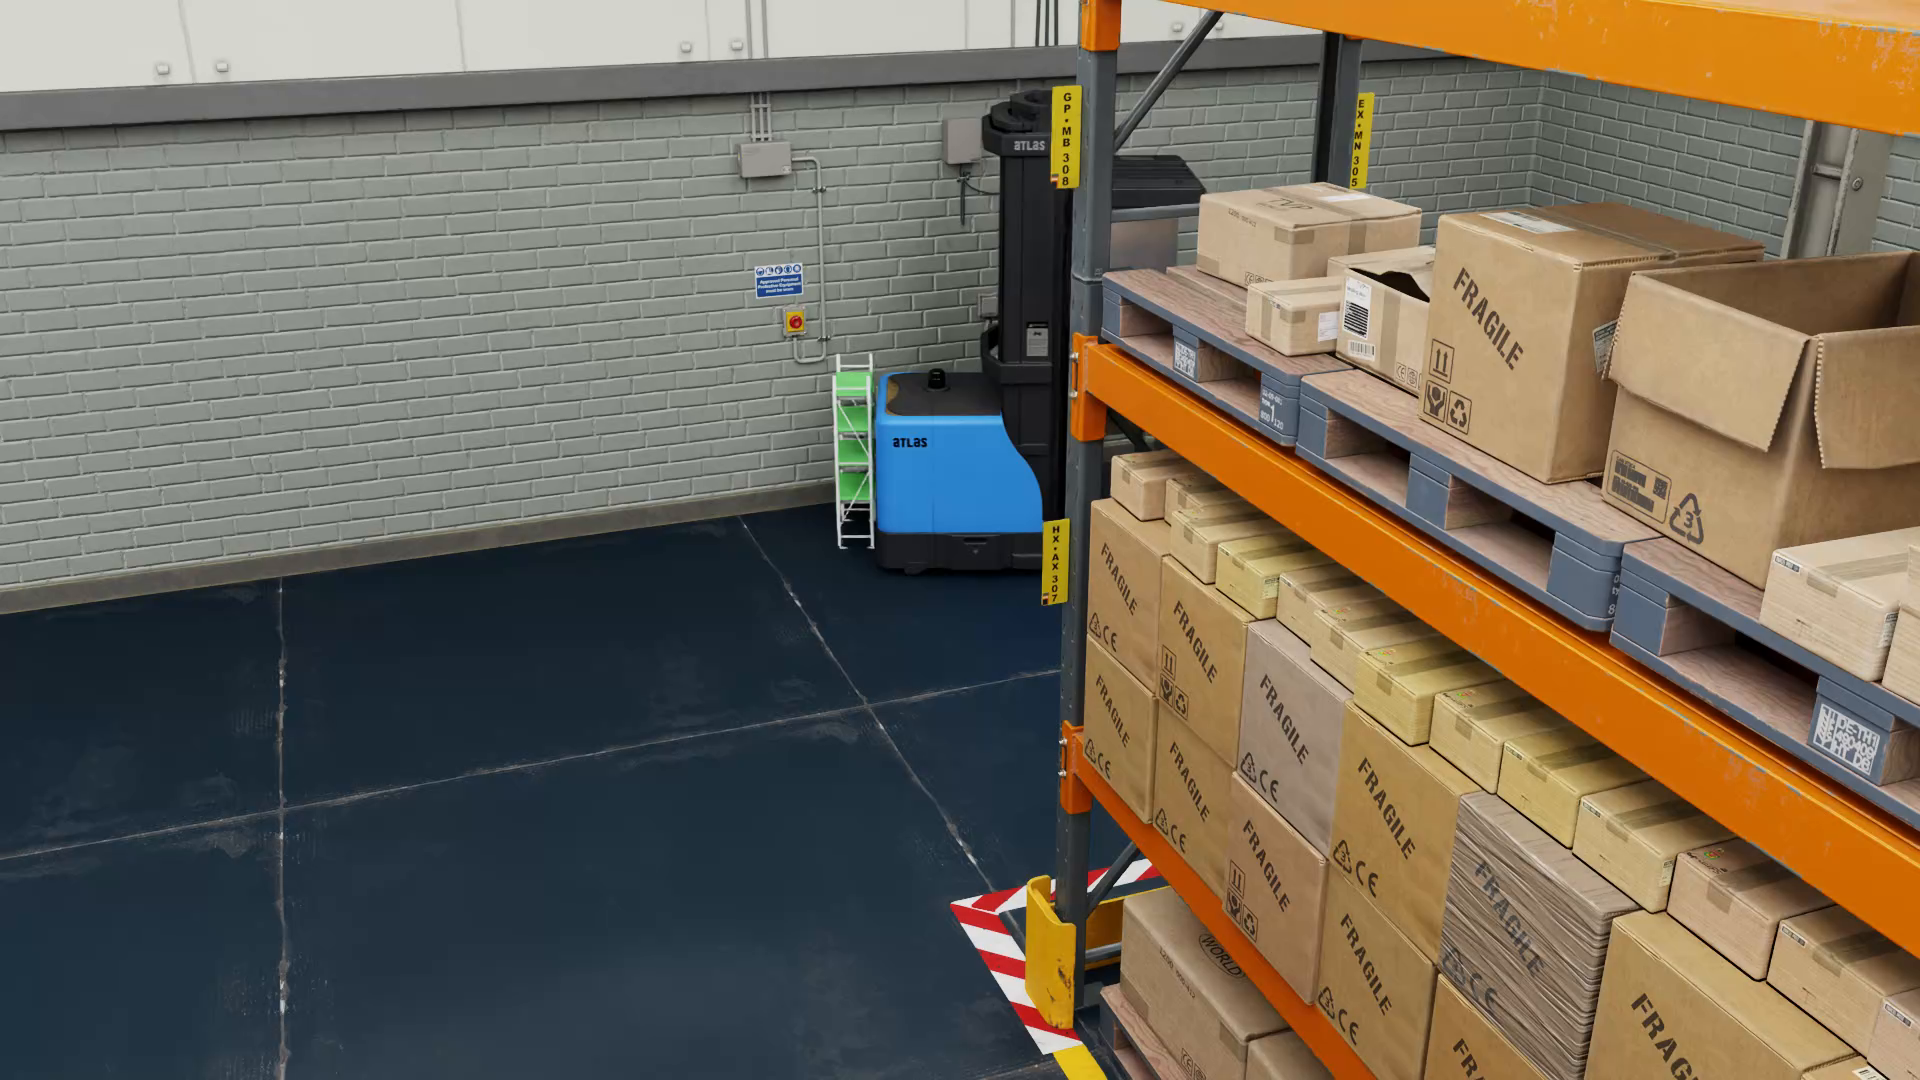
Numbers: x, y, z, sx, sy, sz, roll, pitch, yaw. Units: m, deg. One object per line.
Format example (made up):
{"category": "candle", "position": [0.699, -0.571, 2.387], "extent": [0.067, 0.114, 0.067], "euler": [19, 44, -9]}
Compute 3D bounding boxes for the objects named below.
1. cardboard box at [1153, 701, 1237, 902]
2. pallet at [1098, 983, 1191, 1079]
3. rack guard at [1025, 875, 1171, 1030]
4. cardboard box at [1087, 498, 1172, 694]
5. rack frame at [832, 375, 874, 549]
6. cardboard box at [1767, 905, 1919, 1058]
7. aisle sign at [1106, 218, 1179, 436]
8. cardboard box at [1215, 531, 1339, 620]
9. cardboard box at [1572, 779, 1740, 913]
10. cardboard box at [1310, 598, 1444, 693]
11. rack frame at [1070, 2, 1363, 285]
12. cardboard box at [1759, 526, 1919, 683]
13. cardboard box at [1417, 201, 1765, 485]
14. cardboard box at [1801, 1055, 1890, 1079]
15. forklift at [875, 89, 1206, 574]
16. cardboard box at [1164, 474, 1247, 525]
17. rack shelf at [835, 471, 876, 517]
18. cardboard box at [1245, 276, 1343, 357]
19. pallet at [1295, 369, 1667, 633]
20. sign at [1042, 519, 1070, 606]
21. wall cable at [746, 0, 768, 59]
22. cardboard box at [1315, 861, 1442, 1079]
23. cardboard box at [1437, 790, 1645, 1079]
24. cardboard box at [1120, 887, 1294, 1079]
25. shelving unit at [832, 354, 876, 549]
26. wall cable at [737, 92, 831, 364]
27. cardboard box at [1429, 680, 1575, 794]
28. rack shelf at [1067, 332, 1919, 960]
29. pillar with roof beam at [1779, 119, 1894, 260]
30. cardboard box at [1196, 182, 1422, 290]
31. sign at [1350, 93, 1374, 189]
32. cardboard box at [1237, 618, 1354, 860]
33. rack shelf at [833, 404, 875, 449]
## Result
{"category": "cardboard box", "position": [0.971, 0.790, 5.385], "extent": [0.500, 0.500, 0.500], "euler": [-9, 24, -20]}
{"category": "pallet", "position": [1.221, 2.007, 6.217], "extent": [1.003, 0.211, 1.213], "euler": [-8, 24, -19]}
{"category": "rack guard", "position": [0.857, 1.585, 6.845], "extent": [1.175, 0.500, 0.348], "euler": [-8, 24, -19]}
{"category": "cardboard box", "position": [0.768, 0.149, 5.619], "extent": [0.500, 0.500, 0.500], "euler": [-9, 24, -20]}
{"category": "rack frame", "position": [-0.696, -0.498, 10.887], "extent": [0.240, 1.200, 0.015], "euler": [0, 23, -1]}
{"category": "cardboard box", "position": [1.801, 0.819, 3.194], "extent": [0.380, 0.149, 0.250], "euler": [-8, 24, -19]}
{"category": "aisle sign", "position": [0.568, -0.742, 5.802], "extent": [0.394, 0.787, 0.004], "euler": [-8, 24, -19]}
{"category": "cardboard box", "position": [0.985, 0.092, 4.918], "extent": [0.380, 0.149, 0.250], "euler": [-9, 25, -21]}
{"category": "cardboard box", "position": [1.573, 0.643, 3.610], "extent": [0.380, 0.149, 0.250], "euler": [-9, 24, -19]}
{"category": "cardboard box", "position": [1.176, 0.277, 4.480], "extent": [0.380, 0.149, 0.250], "euler": [-8, 24, -19]}
{"category": "rack frame", "position": [0.865, -2.322, 5.174], "extent": [1.000, 3.000, 0.127], "euler": [-8, 24, -19]}
{"category": "cardboard box", "position": [1.660, 0.105, 2.930], "extent": [0.380, 0.149, 0.250], "euler": [-8, 24, -18]}
{"category": "cardboard box", "position": [1.437, -0.473, 3.849], "extent": [0.500, 0.500, 0.500], "euler": [-8, 24, -18]}
{"category": "cardboard box", "position": [1.853, 1.255, 2.994], "extent": [0.500, 0.500, 0.500], "euler": [-9, 24, -19]}
{"category": "forklift", "position": [0.967, -1.315, 10.597], "extent": [3.031, 2.935, 1.130], "euler": [0, 23, -1]}
{"category": "cardboard box", "position": [0.891, -0.111, 5.400], "extent": [0.380, 0.149, 0.250], "euler": [-8, 24, -18]}
{"category": "rack shelf", "position": [-0.700, -0.313, 11.230], "extent": [0.258, 0.148, 0.480], "euler": [0, 23, -1]}
{"category": "cardboard box", "position": [1.034, -0.637, 4.691], "extent": [0.380, 0.149, 0.250], "euler": [-7, 24, -17]}
{"category": "pallet", "position": [1.572, -0.187, 4.084], "extent": [1.003, 0.211, 1.213], "euler": [-8, 24, -19]}
{"category": "sign", "position": [0.344, 0.081, 5.980], "extent": [0.100, 0.325, 0.005], "euler": [-8, 24, -19]}
{"category": "wall cable", "position": [-1.408, -4.351, 9.986], "extent": [0.463, 3.000, 0.029], "euler": [-8, 24, -19]}
{"category": "cardboard box", "position": [1.326, 1.157, 4.514], "extent": [0.500, 0.500, 0.500], "euler": [-8, 24, -17]}
{"category": "cardboard box", "position": [1.493, 0.886, 3.870], "extent": [0.500, 0.500, 0.500], "euler": [-8, 24, -18]}
{"category": "cardboard box", "position": [1.192, 1.655, 6.219], "extent": [0.875, 0.438, 0.875], "euler": [-9, 25, -21]}
{"category": "shelving unit", "position": [-0.700, -0.593, 11.112], "extent": [0.258, 1.200, 0.503], "euler": [0, 23, -1]}
{"category": "wall cable", "position": [-1.149, -2.086, 10.989], "extent": [0.585, 1.953, 0.123], "euler": [-8, 24, -19]}
{"category": "cardboard box", "position": [1.378, 0.461, 4.043], "extent": [0.380, 0.149, 0.250], "euler": [-8, 24, -19]}
{"category": "rack shelf", "position": [1.572, 0.118, 4.172], "extent": [1.077, 0.370, 4.000], "euler": [-8, 24, -19]}
{"category": "pillar with roof beam", "position": [1.371, -3.517, 8.009], "extent": [9.100, 9.000, 0.400], "euler": [-8, 24, -19]}
{"category": "cardboard box", "position": [1.108, -0.959, 5.326], "extent": [0.500, 0.250, 0.500], "euler": [-11, 25, -24]}
{"category": "sign", "position": [1.378, -1.381, 5.764], "extent": [0.100, 0.325, 0.005], "euler": [-8, 24, -19]}
{"category": "cardboard box", "position": [1.146, 0.522, 4.734], "extent": [0.500, 0.500, 0.500], "euler": [-9, 24, -19]}
{"category": "rack shelf", "position": [-0.700, -0.755, 11.043], "extent": [0.258, 0.148, 0.480], "euler": [0, 23, -1]}
